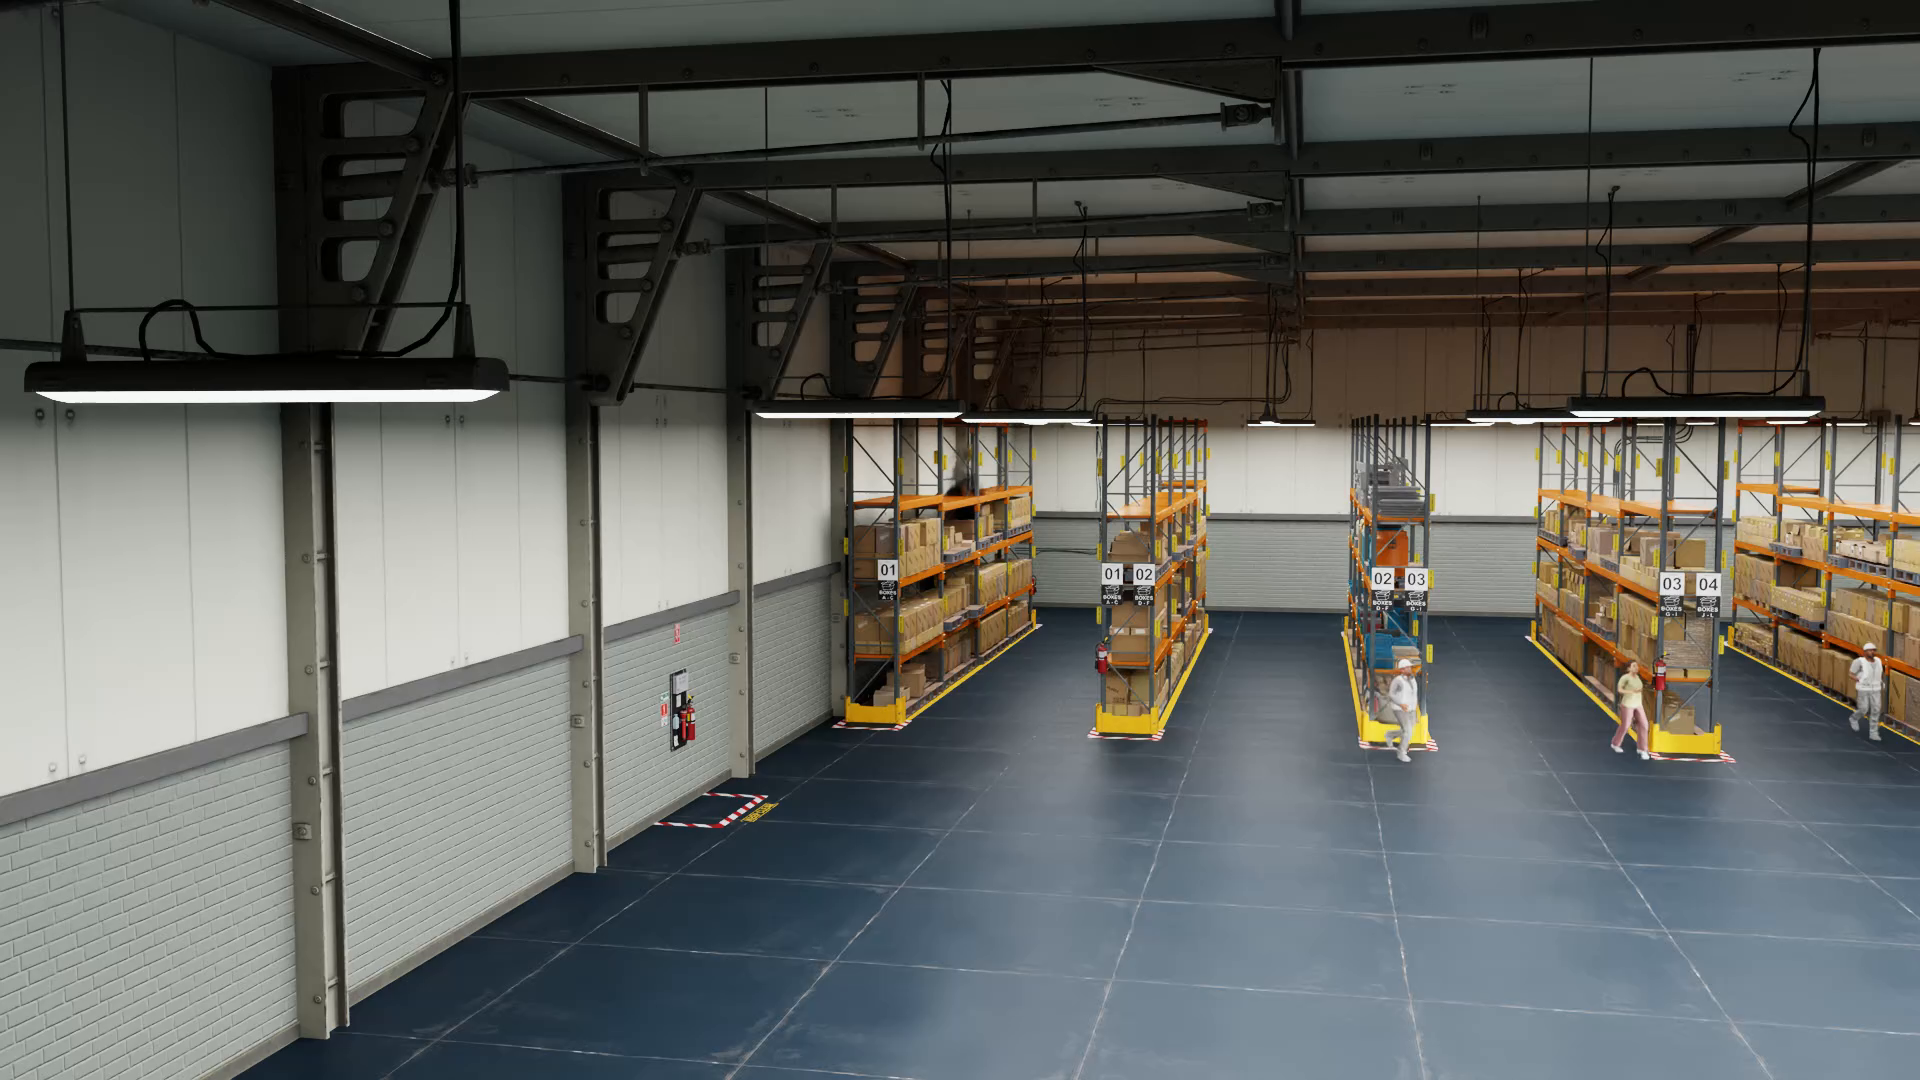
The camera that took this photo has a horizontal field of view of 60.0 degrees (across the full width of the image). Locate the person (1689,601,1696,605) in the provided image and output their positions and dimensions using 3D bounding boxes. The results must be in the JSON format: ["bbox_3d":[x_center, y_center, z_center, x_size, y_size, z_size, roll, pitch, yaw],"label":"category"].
[{"bbox_3d":[19.147,2.000,43.965,0.605,1.661,0.831,2,4,31],"label":"person"}]

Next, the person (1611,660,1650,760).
[{"bbox_3d":[11.714,2.948,29.069,0.577,1.733,0.734,-1,4,-21],"label":"person"}]

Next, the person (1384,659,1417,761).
[{"bbox_3d":[7.669,2.937,28.946,0.677,1.765,0.662,-3,5,-37],"label":"person"}]

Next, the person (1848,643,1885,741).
[{"bbox_3d":[16.770,2.775,30.700,0.692,1.762,0.911,0,4,2],"label":"person"}]
